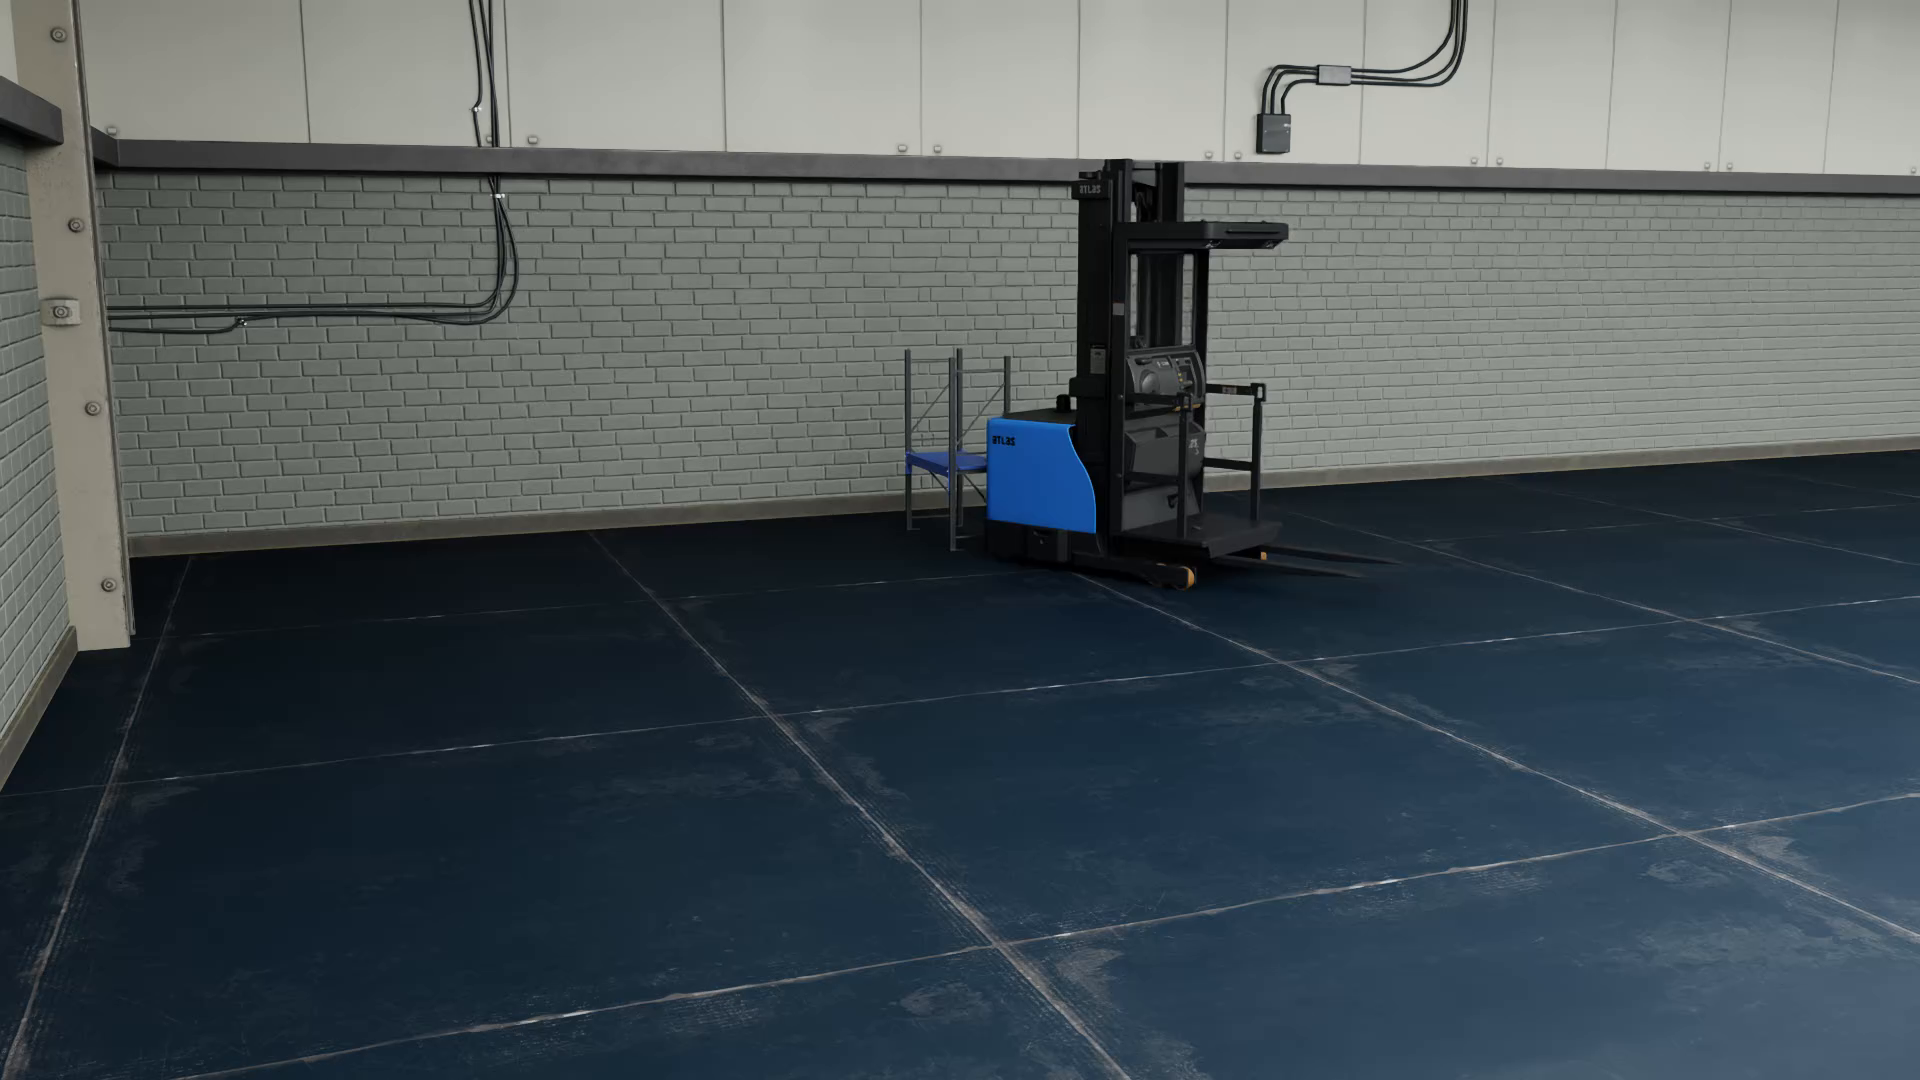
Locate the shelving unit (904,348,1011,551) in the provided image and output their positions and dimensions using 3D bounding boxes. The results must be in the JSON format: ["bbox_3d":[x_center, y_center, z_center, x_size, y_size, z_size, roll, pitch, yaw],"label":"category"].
[{"bbox_3d":[-0.031,-0.752,13.367,0.538,1.500,1.048,-4,11,-21],"label":"shelving unit"}]

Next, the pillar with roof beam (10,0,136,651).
[{"bbox_3d":[-1.126,-4.092,10.729,9.100,9.000,0.400,-4,11,-21],"label":"pillar with roof beam"}]

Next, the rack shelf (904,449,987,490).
[{"bbox_3d":[-0.031,-0.575,13.399,0.538,0.185,1.000,-4,11,-21],"label":"rack shelf"}]

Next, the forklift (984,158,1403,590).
[{"bbox_3d":[1.638,-1.200,11.797,3.031,2.935,1.130,8,13,39],"label":"forklift"}]

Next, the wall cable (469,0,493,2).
[{"bbox_3d":[-2.452,-5.513,13.163,3.097,2.526,0.112,-4,11,-21],"label":"wall cable"}]

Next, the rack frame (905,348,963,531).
[{"bbox_3d":[-0.215,-0.835,13.834,0.500,1.500,0.032,-4,11,-21],"label":"rack frame"}]

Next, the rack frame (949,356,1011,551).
[{"bbox_3d":[0.153,-0.669,12.901,0.500,1.500,0.032,-4,11,-21],"label":"rack frame"}]

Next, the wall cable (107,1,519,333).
[{"bbox_3d":[-4.973,-2.855,12.641,3.097,2.526,0.112,-4,11,-21],"label":"wall cable"}]

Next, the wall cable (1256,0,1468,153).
[{"bbox_3d":[3.880,-6.658,15.443,2.305,6.003,0.169,-4,11,-21],"label":"wall cable"}]
